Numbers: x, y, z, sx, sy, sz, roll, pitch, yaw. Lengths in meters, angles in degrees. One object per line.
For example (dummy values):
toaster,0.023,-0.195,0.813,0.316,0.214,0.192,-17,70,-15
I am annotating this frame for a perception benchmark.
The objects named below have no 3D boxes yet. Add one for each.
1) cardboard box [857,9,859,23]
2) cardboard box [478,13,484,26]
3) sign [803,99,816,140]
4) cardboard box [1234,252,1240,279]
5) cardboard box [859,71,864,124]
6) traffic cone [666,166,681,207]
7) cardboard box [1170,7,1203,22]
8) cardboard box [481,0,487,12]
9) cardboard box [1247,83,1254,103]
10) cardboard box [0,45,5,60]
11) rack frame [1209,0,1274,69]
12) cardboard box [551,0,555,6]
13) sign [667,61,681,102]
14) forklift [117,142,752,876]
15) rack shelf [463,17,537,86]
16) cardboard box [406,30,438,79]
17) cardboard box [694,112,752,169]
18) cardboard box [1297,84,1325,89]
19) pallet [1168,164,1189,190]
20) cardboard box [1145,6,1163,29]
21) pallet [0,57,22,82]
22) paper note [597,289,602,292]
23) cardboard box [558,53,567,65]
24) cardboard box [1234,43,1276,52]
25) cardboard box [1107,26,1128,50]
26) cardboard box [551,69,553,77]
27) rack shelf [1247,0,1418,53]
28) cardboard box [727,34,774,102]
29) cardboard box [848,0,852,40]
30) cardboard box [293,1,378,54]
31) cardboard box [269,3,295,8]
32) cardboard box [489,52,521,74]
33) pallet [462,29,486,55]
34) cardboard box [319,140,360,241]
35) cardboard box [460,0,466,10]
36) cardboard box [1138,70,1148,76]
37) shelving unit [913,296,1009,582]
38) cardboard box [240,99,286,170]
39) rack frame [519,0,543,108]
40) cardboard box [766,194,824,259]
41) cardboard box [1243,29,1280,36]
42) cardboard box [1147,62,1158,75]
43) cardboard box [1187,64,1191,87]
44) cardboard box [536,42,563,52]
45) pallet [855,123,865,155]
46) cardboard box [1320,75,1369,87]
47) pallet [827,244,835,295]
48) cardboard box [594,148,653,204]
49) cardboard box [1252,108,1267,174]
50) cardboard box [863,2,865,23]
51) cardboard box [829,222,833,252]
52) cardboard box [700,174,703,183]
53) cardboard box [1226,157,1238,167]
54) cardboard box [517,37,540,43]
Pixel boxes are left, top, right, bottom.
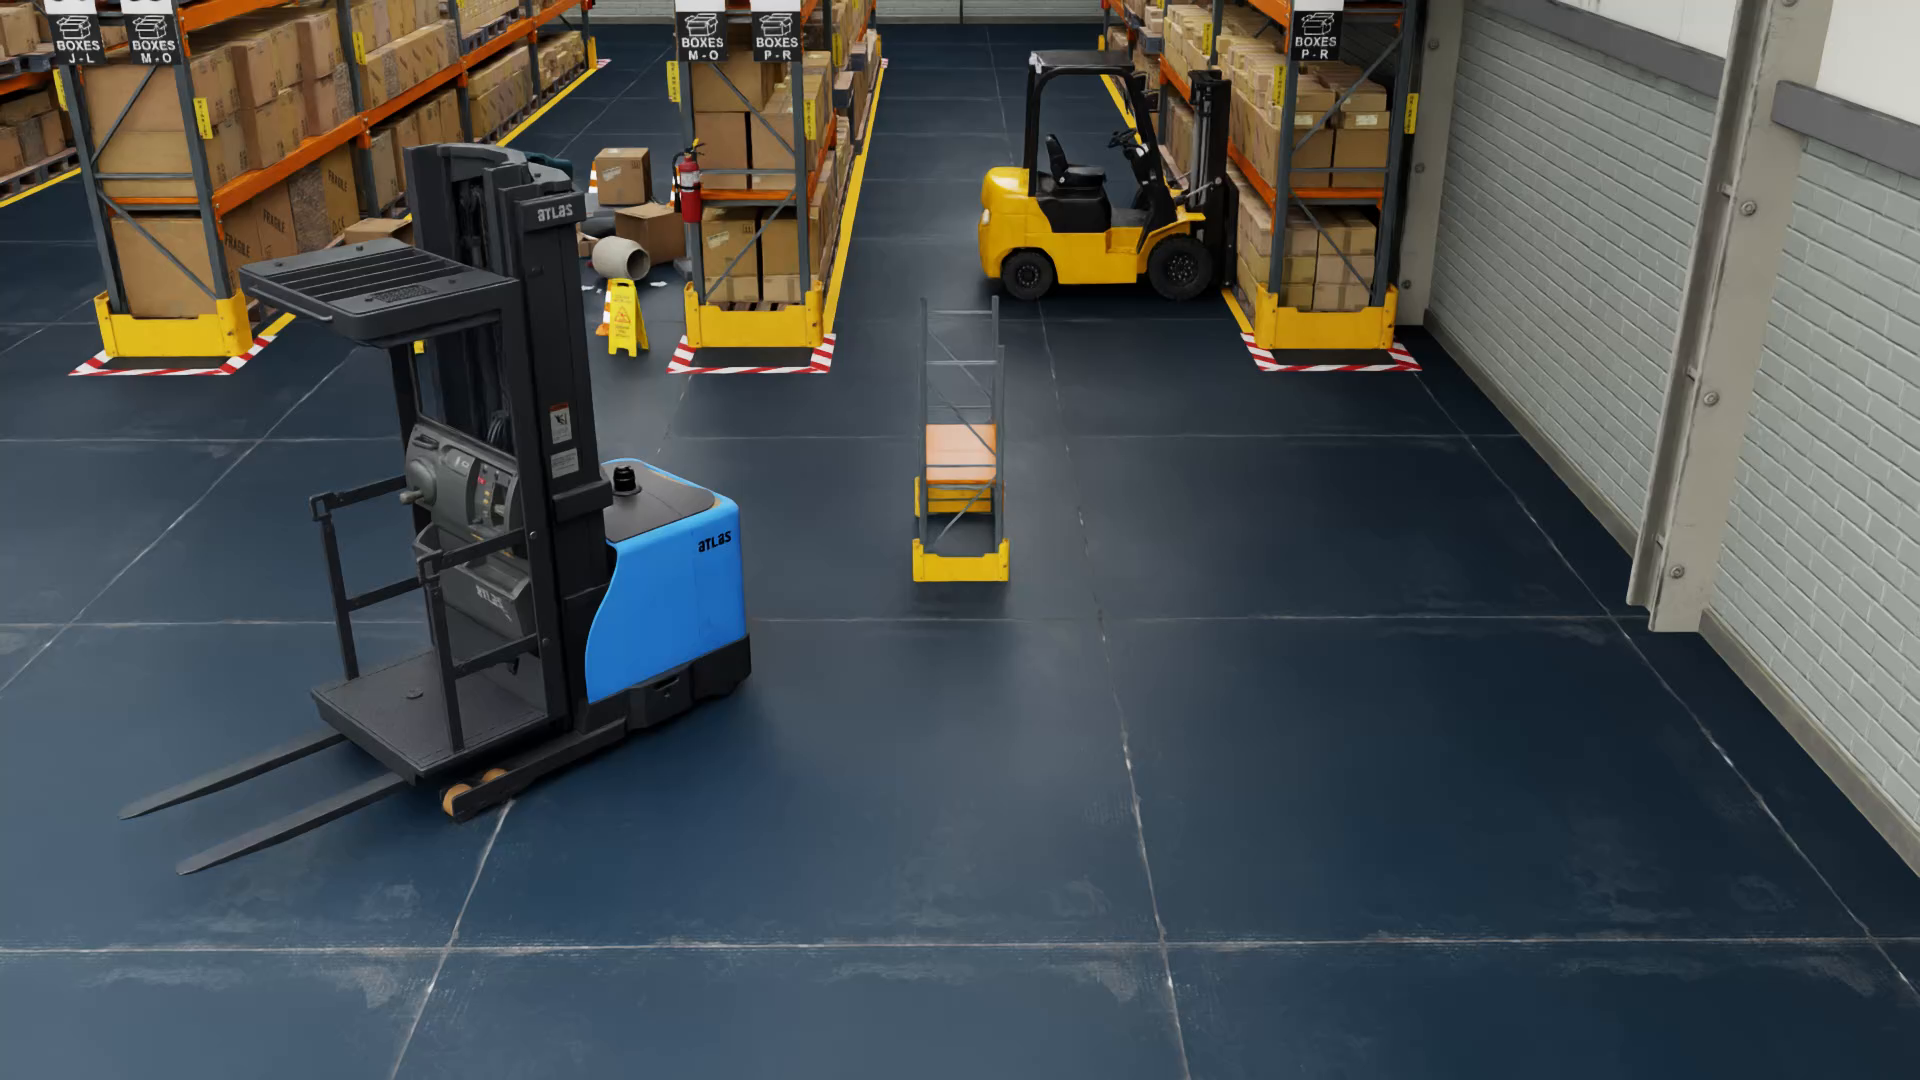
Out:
cardboard box,-1.632,-7.162,22.522,0.500,0.250,0.500,0,24,-1
cardboard box,-6.643,-7.015,22.417,0.380,0.149,0.250,1,24,1
sign,-1.245,-3.475,13.743,0.100,0.325,0.005,0,24,-1
cardboard box,2.862,-2.644,15.783,0.500,0.250,0.500,0,24,0
cardboard box,-1.805,-6.250,22.999,0.875,0.875,0.875,0,24,0
traffic cone,-3.245,-4.075,19.199,0.336,0.463,0.334,0,24,-1
cardboard box,2.801,-6.497,20.566,0.380,0.149,0.250,0,24,1
cardboard box,-6.644,-7.254,22.583,0.380,0.149,0.250,0,24,-1
cardboard box,2.853,-4.113,15.296,0.380,0.149,0.250,0,24,0
cardboard box,-11.497,-5.774,19.531,0.396,0.266,0.258,-1,24,-2
rack frame,3.132,-4.750,17.613,1.000,3.000,0.127,0,24,-1
cardboard box,-6.606,-8.505,26.220,0.380,0.149,0.250,1,24,2
sign,-2.343,-3.755,13.625,0.100,0.325,0.005,0,24,-1
forklift,-2.510,-0.254,7.756,1.130,2.935,3.031,22,32,39
rack shelf,-6.846,-6.807,23.034,1.077,0.370,4.000,0,24,-1
cardboard box,-6.541,-5.760,19.725,0.500,0.500,0.500,-1,24,-1
cardboard box,-2.069,-3.482,14.326,0.500,0.500,0.500,-1,24,-1
cardboard box,2.927,-3.827,14.302,0.380,0.149,0.250,0,24,0
pallet,3.068,-4.287,19.973,1.003,0.211,1.213,0,24,-1
cardboard box,2.753,-6.955,22.160,0.500,0.250,0.500,-1,24,-3
pallet,-11.722,-5.427,19.342,1.003,0.211,1.213,0,24,-1
paper note,-3.486,-2.409,16.064,0.032,0.001,0.123,0,24,-1
cardboard box,-6.579,-7.772,26.884,0.380,0.149,0.250,0,24,0
cardboard box,2.943,-4.882,16.634,0.380,0.149,0.250,-1,24,-2
cardboard box,2.913,-8.496,28.416,0.797,0.503,0.637,-1,24,-3
cardboard box,-6.698,-7.430,26.487,0.380,0.149,0.250,-1,24,-3
rack shelf,3.154,-4.965,15.321,1.077,0.370,4.000,0,24,-1
cardboard box,-2.010,-4.133,14.552,0.700,0.500,0.500,0,24,0
cardboard box,-1.576,-6.348,20.154,0.500,0.500,0.500,-1,24,-1
cardboard box,-6.799,-5.580,18.113,0.700,0.500,0.500,-1,24,-1
cardboard box,-11.785,-8.586,28.164,0.875,0.875,0.875,0,24,-1
cardboard box,-6.614,-6.835,23.837,0.500,0.250,0.500,1,24,2
pallet,-6.938,-6.516,21.751,1.213,0.211,1.003,0,24,-1
cardboard box,-6.843,-3.626,17.196,0.875,0.875,0.875,0,24,0
cardboard box,-6.641,-6.961,21.574,0.380,0.149,0.250,-1,24,-2
cardboard box,2.841,-6.474,23.947,0.500,0.500,0.500,-1,24,-2
shelving unit,0.001,-0.652,10.371,0.587,1.500,1.083,0,24,-1
cardboard box,-6.694,-3.693,15.094,0.875,0.550,0.550,0,24,-1
rack frame,-6.868,-7.959,24.708,1.000,3.000,0.127,0,24,-1
cardboard box,-1.531,-2.917,15.477,0.500,0.500,0.500,-1,24,-3
cardboard box,3.389,-5.659,18.713,0.380,0.149,0.250,0,24,-1
cardboard box,2.859,-6.708,23.678,0.380,0.149,0.250,1,24,1
cardboard box,2.879,-5.300,19.011,0.500,0.250,0.500,0,24,0
cardboard box,-6.687,-8.017,27.064,0.380,0.149,0.250,-1,24,-2
pallet,-1.809,-5.429,22.498,1.003,0.211,1.213,0,24,-1
cardboard box,3.411,-4.037,14.766,0.380,0.149,0.250,0,24,0
pallet,-1.773,-2.675,16.409,1.003,0.211,1.213,0,24,-1
cardboard box,-3.611,-3.912,17.874,0.500,0.500,0.500,0,24,-1
cardboard box,2.911,-3.563,14.866,0.500,0.500,0.500,0,24,1
cardboard box,-1.662,-7.771,24.474,0.500,0.250,0.500,-1,24,-2
cardboard box,-1.540,-2.994,16.556,0.500,0.250,0.500,0,24,0
cardboard box,-2.120,-3.221,14.536,0.380,0.149,0.250,-1,24,-1
cardboard box,2.819,-3.733,16.977,0.500,0.250,0.500,0,24,0
cardboard box,-7.162,-8.234,27.544,0.380,0.149,0.250,-1,24,-3
